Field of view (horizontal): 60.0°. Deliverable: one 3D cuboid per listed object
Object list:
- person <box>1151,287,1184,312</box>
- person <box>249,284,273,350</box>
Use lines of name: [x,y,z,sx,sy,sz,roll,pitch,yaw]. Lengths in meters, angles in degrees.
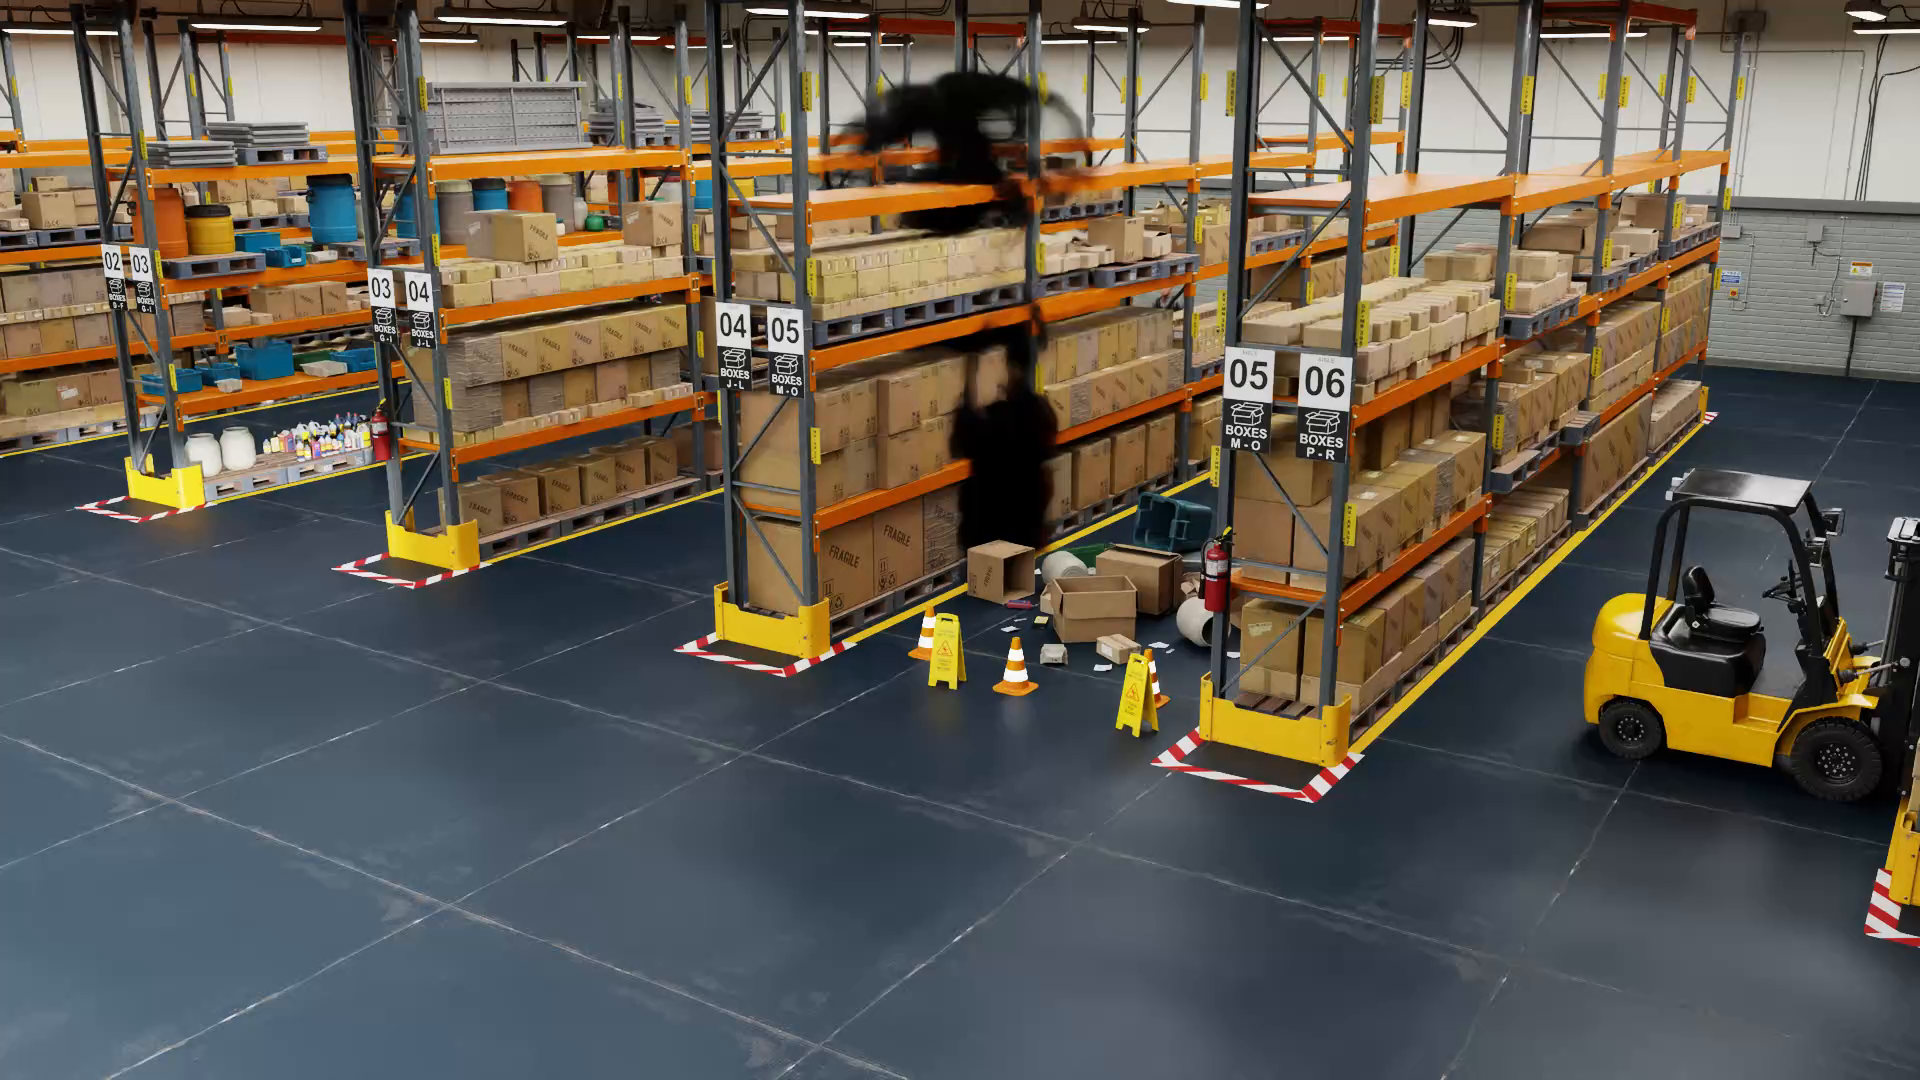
person: [3.650,-3.692,29.382,0.681,1.682,0.667,6,17,21]
person: [-12.362,-3.736,29.548,0.587,1.672,0.588,8,17,27]
